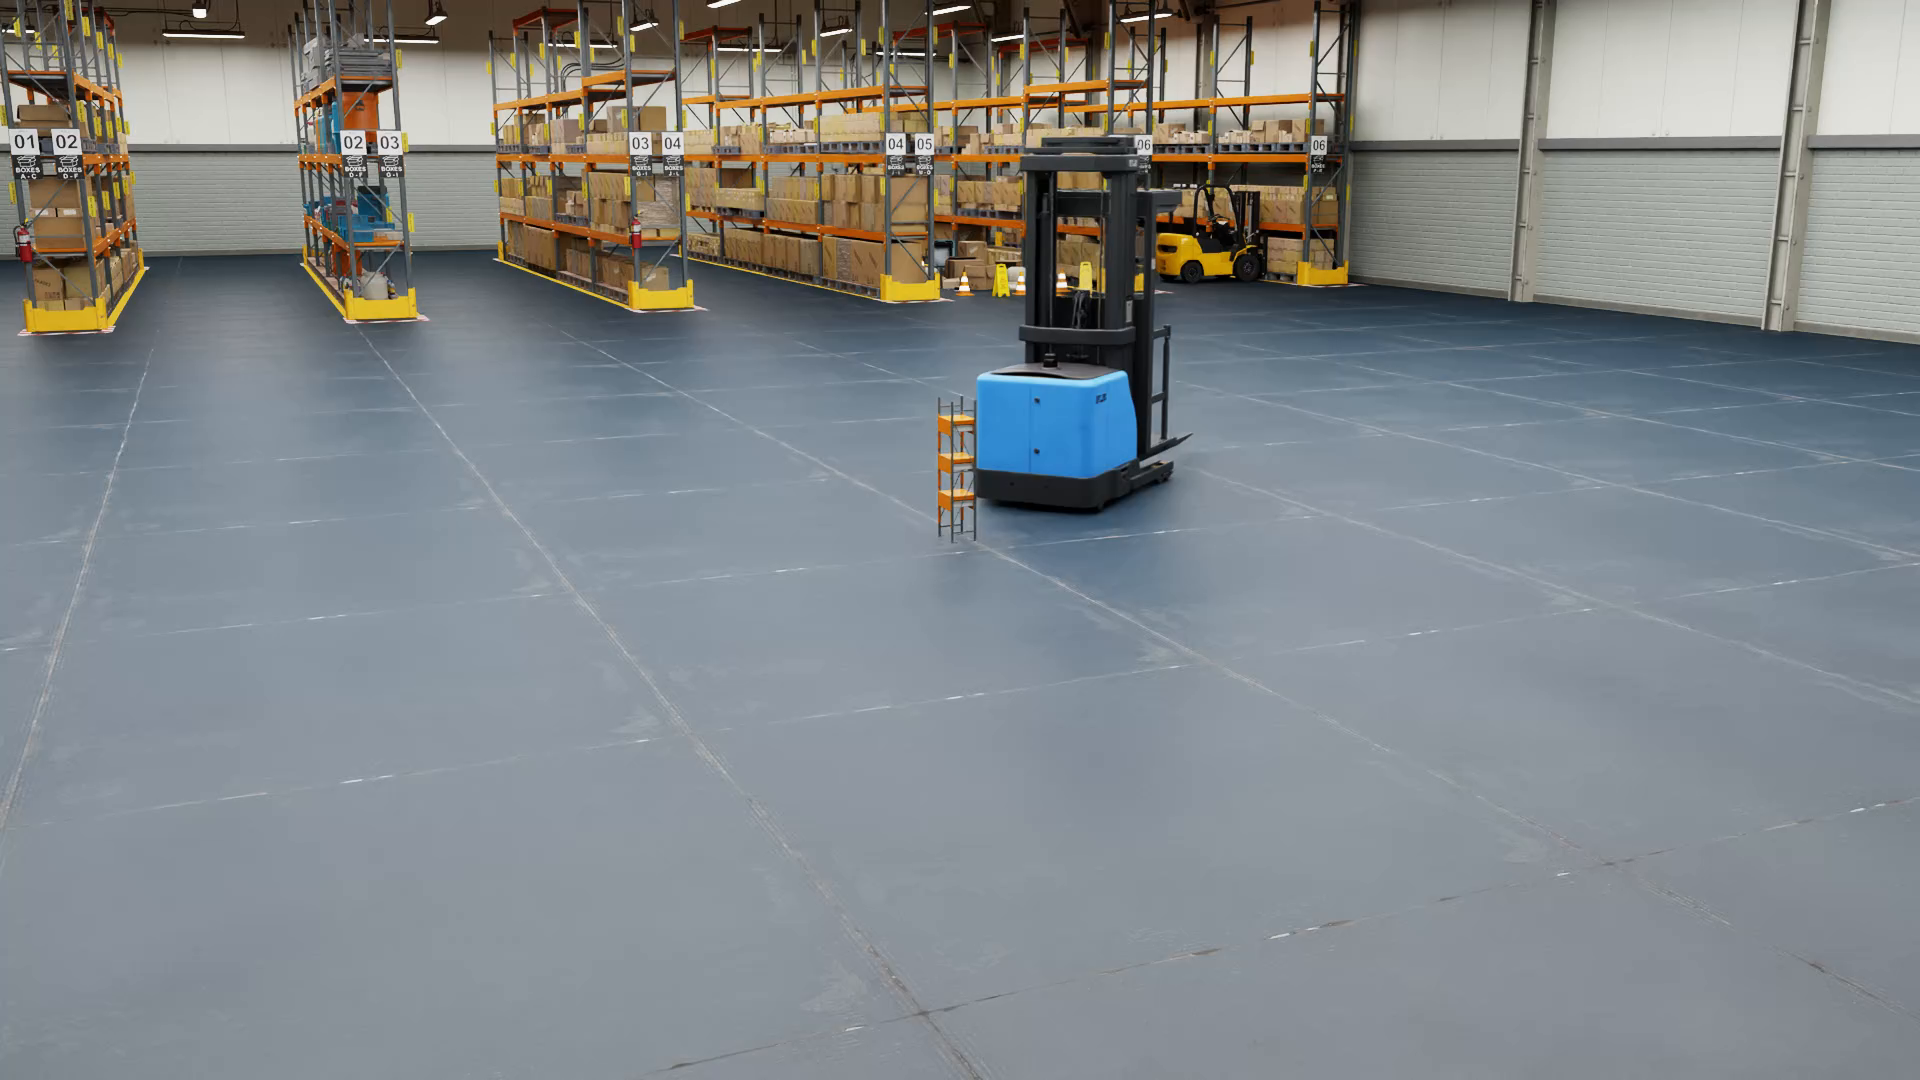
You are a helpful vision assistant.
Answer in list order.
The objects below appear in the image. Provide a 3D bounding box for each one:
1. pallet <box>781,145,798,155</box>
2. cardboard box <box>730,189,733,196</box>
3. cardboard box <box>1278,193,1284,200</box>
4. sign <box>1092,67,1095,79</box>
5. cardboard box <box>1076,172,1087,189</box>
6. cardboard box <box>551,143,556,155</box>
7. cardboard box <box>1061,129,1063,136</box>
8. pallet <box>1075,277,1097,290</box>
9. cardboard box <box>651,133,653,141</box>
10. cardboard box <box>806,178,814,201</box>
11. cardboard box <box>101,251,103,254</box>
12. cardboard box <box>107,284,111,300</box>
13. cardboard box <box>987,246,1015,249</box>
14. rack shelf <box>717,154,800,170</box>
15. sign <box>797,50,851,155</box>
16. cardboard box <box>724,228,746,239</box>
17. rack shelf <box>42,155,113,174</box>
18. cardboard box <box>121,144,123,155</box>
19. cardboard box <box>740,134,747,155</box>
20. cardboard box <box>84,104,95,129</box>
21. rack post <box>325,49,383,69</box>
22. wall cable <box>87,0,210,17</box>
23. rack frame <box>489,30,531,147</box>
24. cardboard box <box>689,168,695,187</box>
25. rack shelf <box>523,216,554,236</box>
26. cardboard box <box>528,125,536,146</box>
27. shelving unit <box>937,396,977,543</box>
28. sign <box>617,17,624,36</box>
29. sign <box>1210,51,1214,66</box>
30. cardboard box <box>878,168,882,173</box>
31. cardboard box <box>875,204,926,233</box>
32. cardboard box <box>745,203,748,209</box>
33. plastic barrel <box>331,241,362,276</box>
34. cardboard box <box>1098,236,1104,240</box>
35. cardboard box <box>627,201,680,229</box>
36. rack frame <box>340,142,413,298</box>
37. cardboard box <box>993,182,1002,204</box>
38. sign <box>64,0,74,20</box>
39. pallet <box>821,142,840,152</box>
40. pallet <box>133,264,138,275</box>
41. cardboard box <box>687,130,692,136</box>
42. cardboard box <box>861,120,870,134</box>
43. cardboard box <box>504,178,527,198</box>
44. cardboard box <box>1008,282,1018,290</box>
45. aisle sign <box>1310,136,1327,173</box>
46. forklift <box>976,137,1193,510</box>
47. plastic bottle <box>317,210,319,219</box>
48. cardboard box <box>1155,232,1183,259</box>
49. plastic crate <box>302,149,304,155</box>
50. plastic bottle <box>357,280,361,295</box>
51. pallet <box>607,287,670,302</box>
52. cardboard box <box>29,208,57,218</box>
[{"bbox_3d":[-3.441,-8.907,37.968,1.003,0.211,1.213,-5,14,-20],"label":"pallet"},{"bbox_3d":[-5.545,-8.705,41.636,0.380,0.149,0.250,-5,14,-21],"label":"cardboard box"},{"bbox_3d":[7.386,-7.733,37.471,0.380,0.149,0.250,-6,14,-23],"label":"cardboard box"},{"bbox_3d":[3.748,-13.146,46.792,0.100,0.325,0.005,-6,14,-23],"label":"sign"},{"bbox_3d":[2.901,-7.584,35.385,0.700,0.500,0.500,-5,14,-22],"label":"cardboard box"},{"bbox_3d":[-8.828,-8.738,37.151,0.500,0.250,0.500,-5,14,-22],"label":"cardboard box"},{"bbox_3d":[2.425,-8.857,36.124,0.380,0.149,0.250,-5,14,-22],"label":"cardboard box"},{"bbox_3d":[3.178,-5.540,35.839,1.003,0.211,1.213,-6,14,-23],"label":"pallet"},{"bbox_3d":[-5.706,-7.580,31.266,0.380,0.149,0.250,-6,14,-24],"label":"cardboard box"},{"bbox_3d":[-3.008,-7.814,37.041,0.700,0.500,0.500,-6,14,-24],"label":"cardboard box"},{"bbox_3d":[-19.076,-6.063,36.484,0.500,0.500,0.500,-5,14,-22],"label":"cardboard box"},{"bbox_3d":[-15.873,-4.538,30.492,0.500,0.250,0.500,-6,14,-23],"label":"cardboard box"},{"bbox_3d":[0.817,-7.020,40.944,0.950,0.372,0.625,-6,14,-24],"label":"cardboard box"},{"bbox_3d":[-4.999,-9.421,41.365,1.077,0.370,4.000,-6,14,-23],"label":"rack shelf"},{"bbox_3d":[-3.398,-9.960,37.645,1.081,2.409,3.713,-6,14,-23],"label":"sign"},{"bbox_3d":[-5.746,-7.899,42.794,0.500,0.250,0.500,-6,14,-25],"label":"cardboard box"},{"bbox_3d":[-17.060,-7.273,32.086,1.077,0.370,4.000,-6,14,-23],"label":"rack shelf"},{"bbox_3d":[-19.827,-9.120,38.803,0.500,0.250,0.500,-6,14,-23],"label":"cardboard box"},{"bbox_3d":[-5.068,-9.708,40.787,0.500,0.500,0.500,-6,14,-23],"label":"cardboard box"},{"bbox_3d":[-18.030,-8.663,34.058,0.500,0.500,0.500,-6,14,-23],"label":"cardboard box"},{"bbox_3d":[-10.921,-8.653,29.966,0.937,0.300,0.954,-6,14,-24],"label":"rack post"},{"bbox_3d":[-22.227,-15.591,45.376,3.097,2.526,0.112,-6,14,-23],"label":"wall cable"},{"bbox_3d":[-11.988,-12.045,44.456,1.000,3.000,0.127,-6,14,-23],"label":"rack frame"},{"bbox_3d":[-7.070,-9.900,45.395,0.500,0.500,0.500,-6,14,-24],"label":"cardboard box"},{"bbox_3d":[-9.584,-7.532,39.858,1.077,0.370,4.000,-6,14,-23],"label":"rack shelf"},{"bbox_3d":[-10.144,-9.892,40.651,0.700,0.500,0.500,-5,14,-22],"label":"cardboard box"},{"bbox_3d":[-0.021,-0.523,12.299,0.215,1.050,0.252,-6,14,-23],"label":"shelving unit"},{"bbox_3d":[-6.095,-9.226,29.852,0.100,0.325,0.005,-6,14,-23],"label":"sign"},{"bbox_3d":[5.954,-11.352,39.215,0.100,0.325,0.005,-6,14,-23],"label":"sign"},{"bbox_3d":[-2.068,-10.294,46.315,0.380,0.149,0.250,-6,14,-23],"label":"cardboard box"},{"bbox_3d":[-1.183,-6.389,32.992,0.875,0.550,0.550,-6,14,-23],"label":"cardboard box"},{"bbox_3d":[-5.018,-8.144,40.530,0.380,0.149,0.250,-5,14,-22],"label":"cardboard box"},{"bbox_3d":[-13.533,-6.269,36.686,0.600,0.830,0.708,-6,14,-23],"label":"plastic barrel"},{"bbox_3d":[4.074,-8.081,45.244,0.500,0.500,0.500,-5,14,-21],"label":"cardboard box"},{"bbox_3d":[-5.774,-6.126,31.307,0.875,0.500,0.500,-6,14,-23],"label":"cardboard box"},{"bbox_3d":[-10.117,-5.369,28.917,1.000,3.000,0.127,-6,14,-23],"label":"rack frame"},{"bbox_3d":[1.103,-8.221,39.424,0.500,0.500,0.500,-5,14,-21],"label":"cardboard box"},{"bbox_3d":[-14.146,-8.427,26.398,0.100,0.325,0.005,-6,14,-23],"label":"sign"},{"bbox_3d":[-2.277,-8.318,35.203,1.003,0.211,1.213,-6,14,-23],"label":"pallet"},{"bbox_3d":[-20.230,-6.438,39.718,1.003,0.211,1.213,-6,14,-23],"label":"pallet"},{"bbox_3d":[-7.257,-11.121,45.455,0.380,0.149,0.250,-5,14,-22],"label":"cardboard box"},{"bbox_3d":[-1.645,-8.210,33.057,0.500,0.250,0.500,-6,14,-23],"label":"cardboard box"},{"bbox_3d":[-11.629,-9.226,43.591,0.500,0.500,0.500,-6,14,-24],"label":"cardboard box"},{"bbox_3d":[1.126,-5.411,35.420,0.380,0.149,0.250,1,13,6],"label":"cardboard box"},{"bbox_3d":[7.806,-8.387,36.191,0.394,0.787,0.004,-6,14,-23],"label":"aisle sign"},{"bbox_3d":[1.231,-1.959,14.332,1.130,2.935,3.031,6,15,26],"label":"forklift"},{"bbox_3d":[-14.623,-7.419,38.047,0.152,0.276,0.135,-6,14,-23],"label":"plastic bottle"},{"bbox_3d":[5.350,-7.597,42.877,0.875,0.625,0.625,-5,14,-21],"label":"cardboard box"},{"bbox_3d":[-15.782,-9.410,40.307,0.293,0.136,0.466,-6,14,-23],"label":"plastic crate"},{"bbox_3d":[-11.404,-4.771,31.395,0.152,0.276,0.135,-6,14,-23],"label":"plastic bottle"},{"bbox_3d":[-6.387,-4.897,33.058,1.003,0.211,1.213,-6,14,-23],"label":"pallet"},{"bbox_3d":[-14.984,-5.349,27.169,0.380,0.149,0.250,-6,14,-24],"label":"cardboard box"}]
